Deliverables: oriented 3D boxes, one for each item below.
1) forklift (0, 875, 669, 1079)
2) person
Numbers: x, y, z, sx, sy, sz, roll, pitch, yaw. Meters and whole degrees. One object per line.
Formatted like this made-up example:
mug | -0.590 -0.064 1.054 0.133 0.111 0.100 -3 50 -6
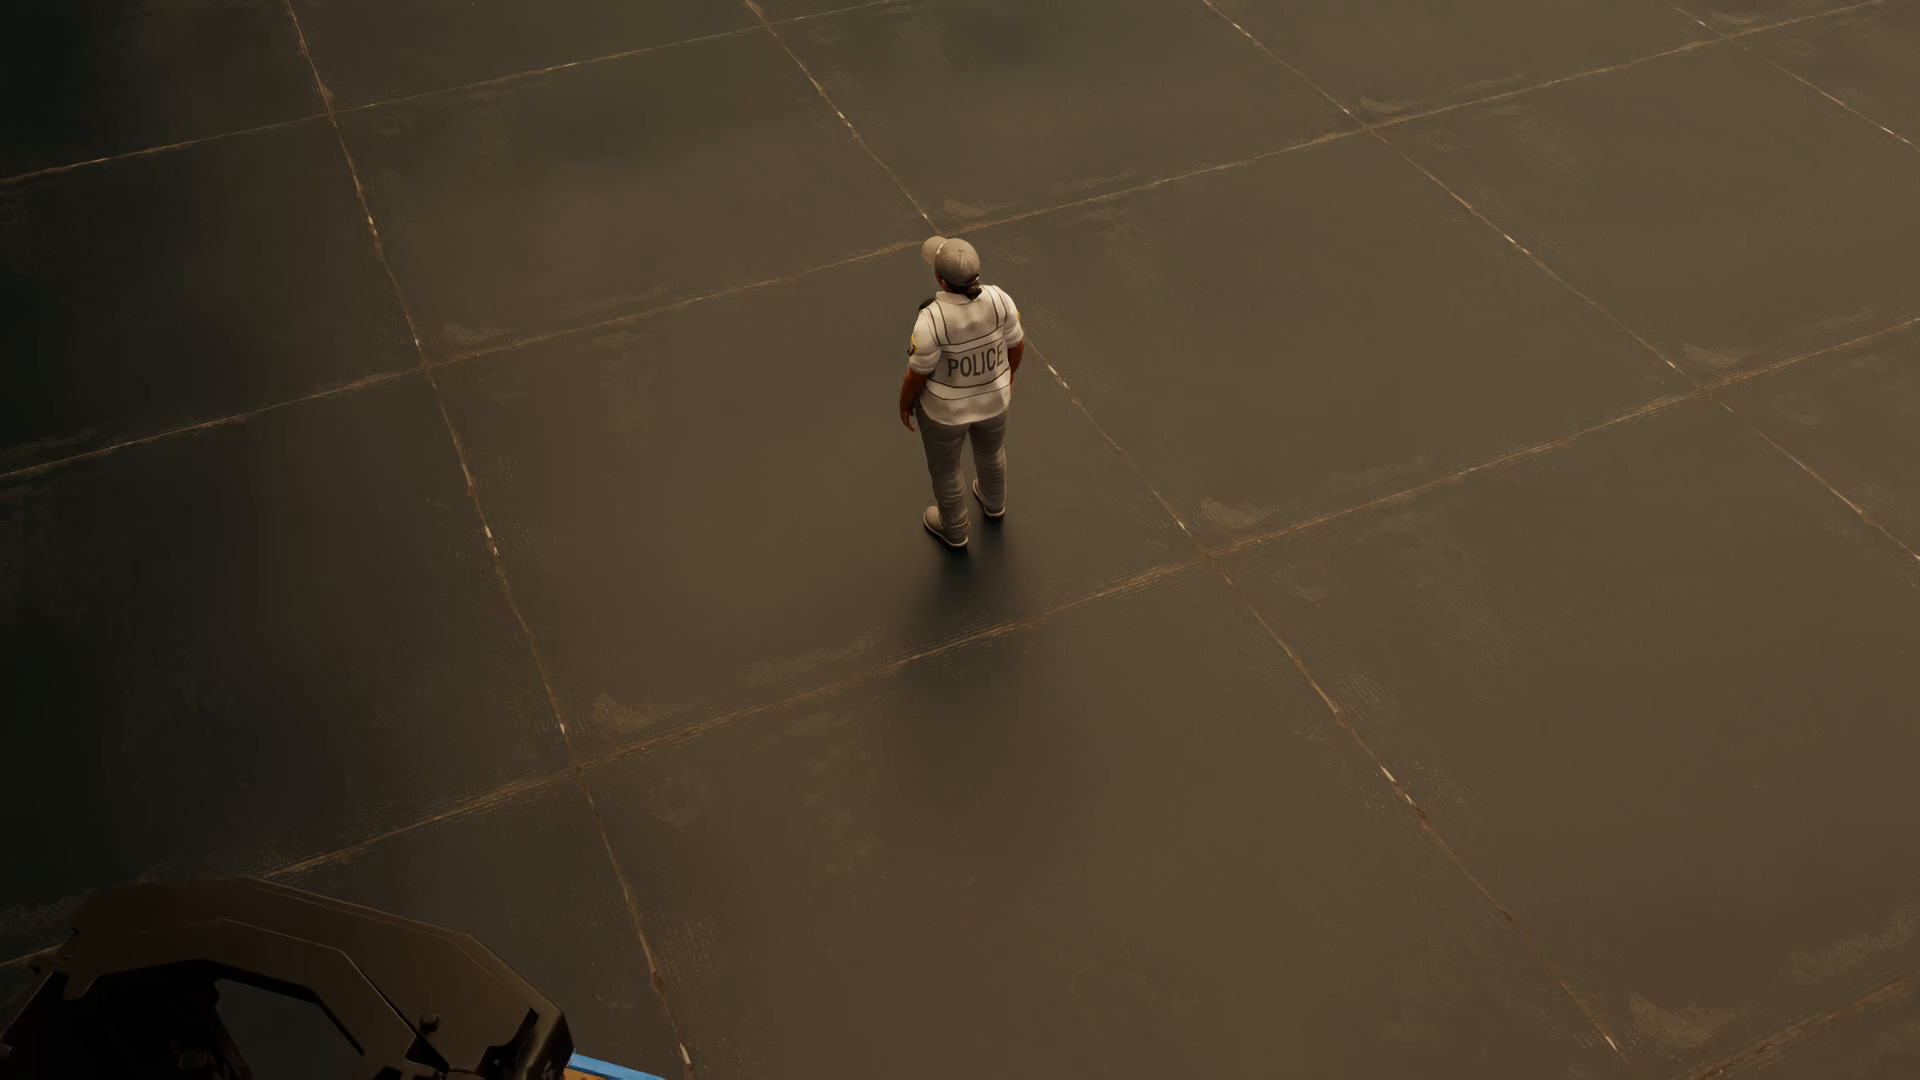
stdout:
forklift | -1.329 2.171 3.354 1.130 2.935 3.031 11 44 12
person | -0.012 -0.669 7.312 0.599 1.670 0.529 -18 46 -18
